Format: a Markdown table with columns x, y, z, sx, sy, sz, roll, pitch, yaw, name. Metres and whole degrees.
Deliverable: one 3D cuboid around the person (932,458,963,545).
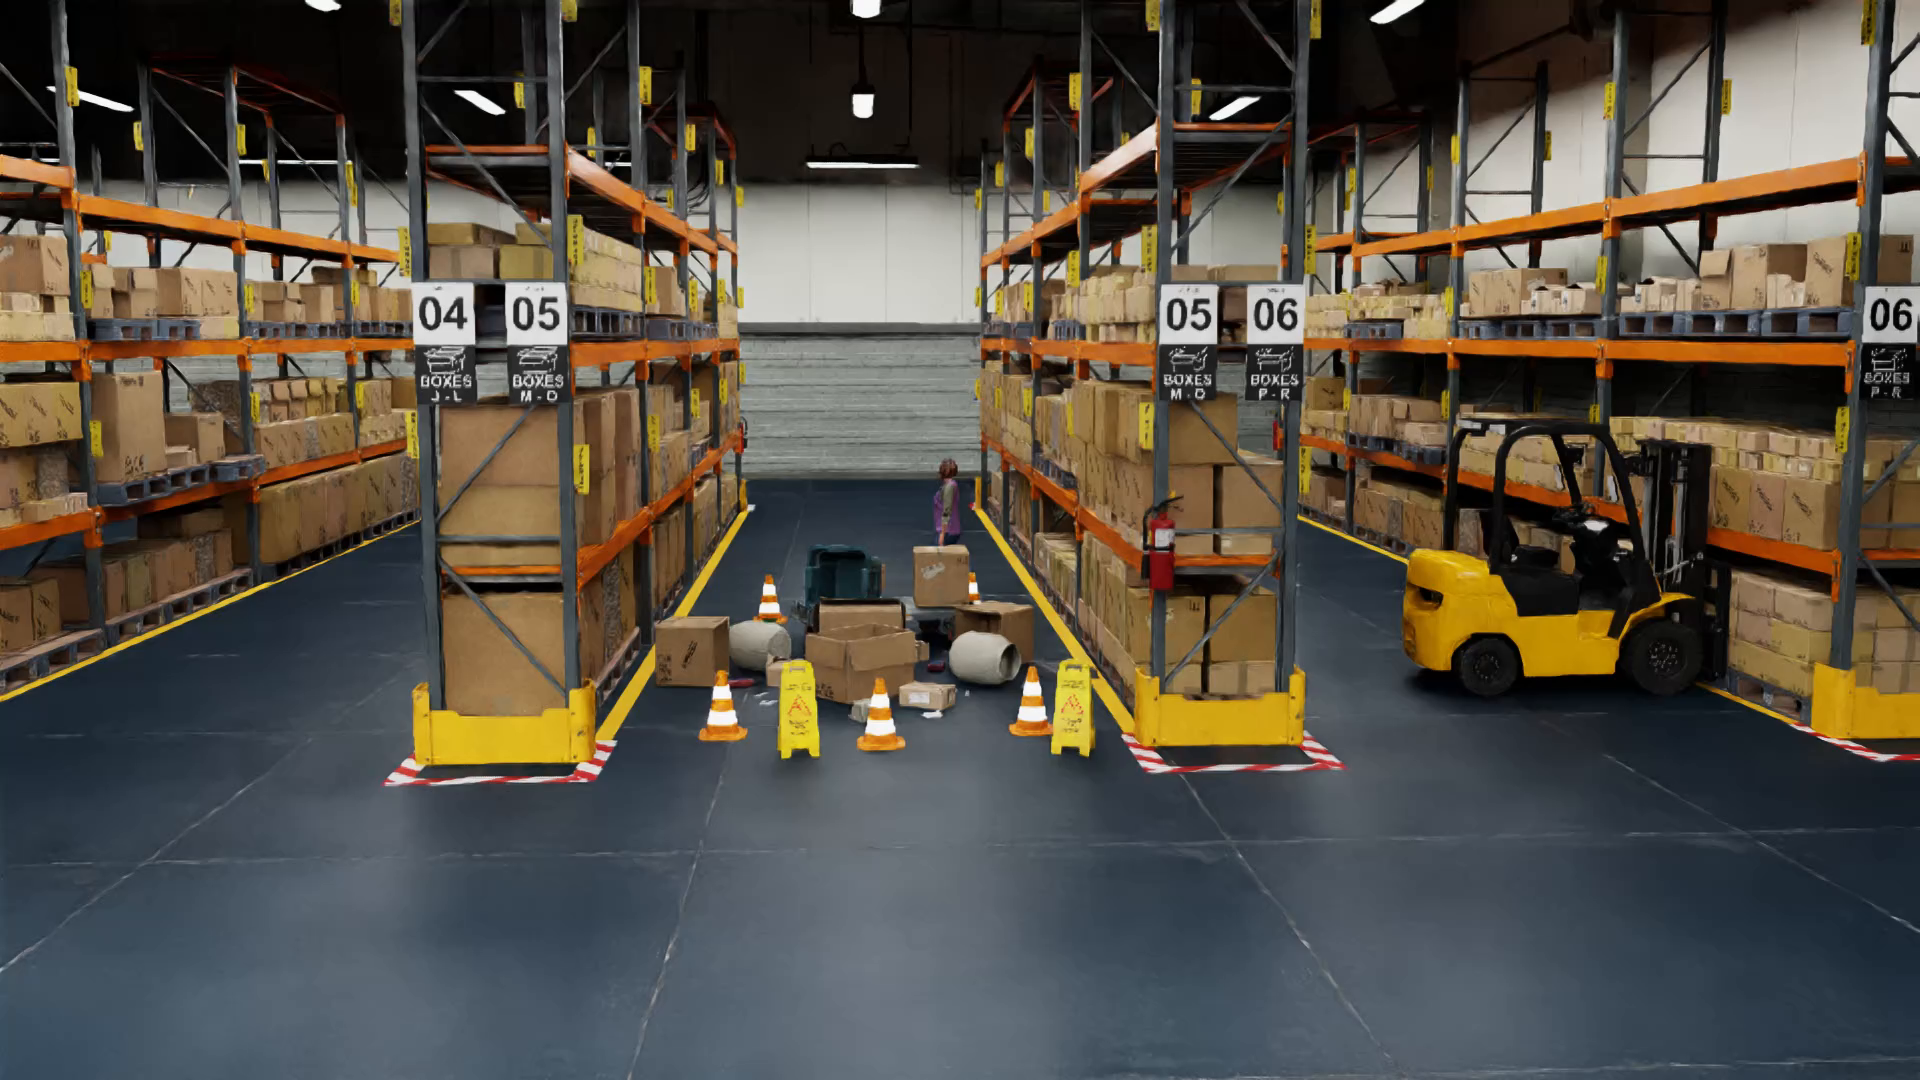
| x | y | z | sx | sy | sz | roll | pitch | yaw | name |
| --- | --- | --- | --- | --- | --- | --- | --- | --- | --- |
| -0.156 | -0.041 | 17.211 | 0.386 | 1.570 | 0.567 | 0 | 7 | 0 | person |
